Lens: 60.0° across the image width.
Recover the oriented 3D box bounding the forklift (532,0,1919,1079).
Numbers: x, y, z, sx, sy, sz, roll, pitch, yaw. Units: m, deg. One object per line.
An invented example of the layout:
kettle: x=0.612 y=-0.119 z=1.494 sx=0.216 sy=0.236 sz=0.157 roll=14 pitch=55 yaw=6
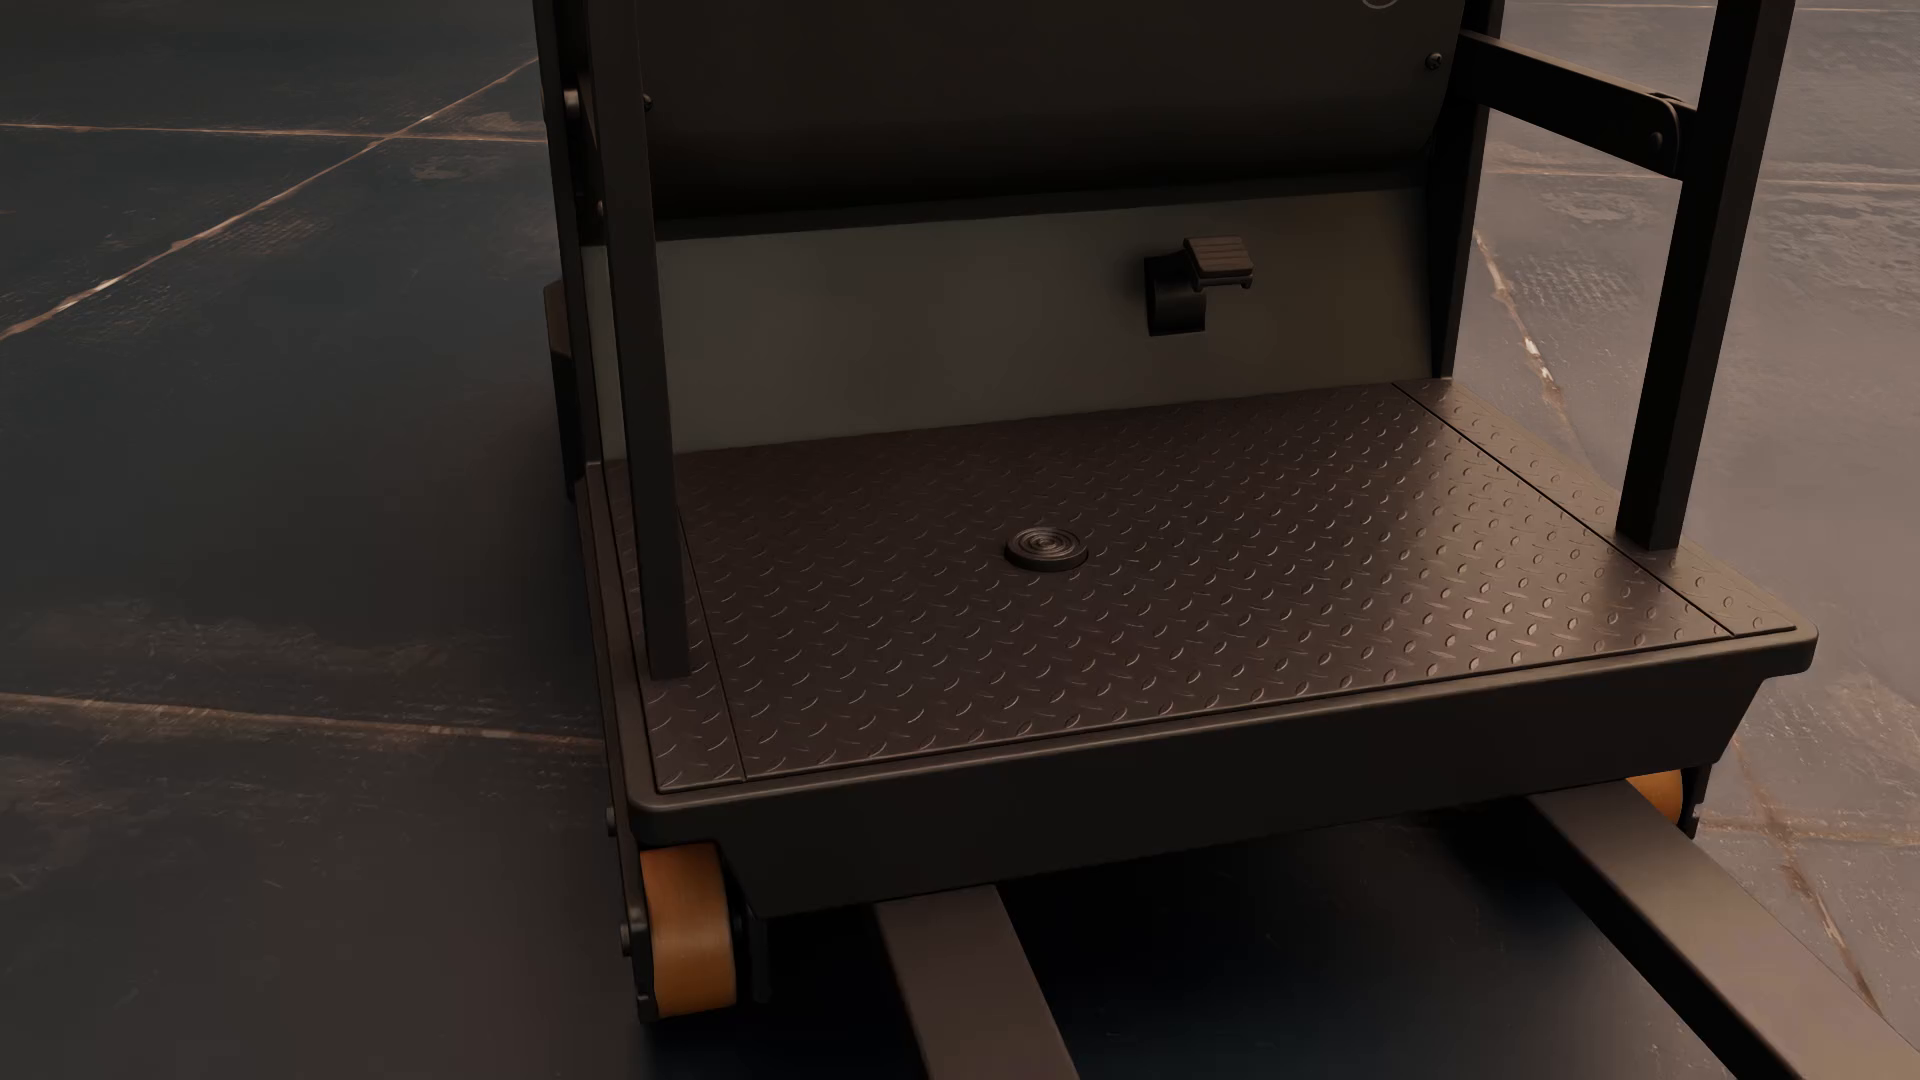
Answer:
forklift: x=0.153 y=-1.049 z=1.319 sx=1.130 sy=2.935 sz=3.031 roll=-7 pitch=27 yaw=-13
